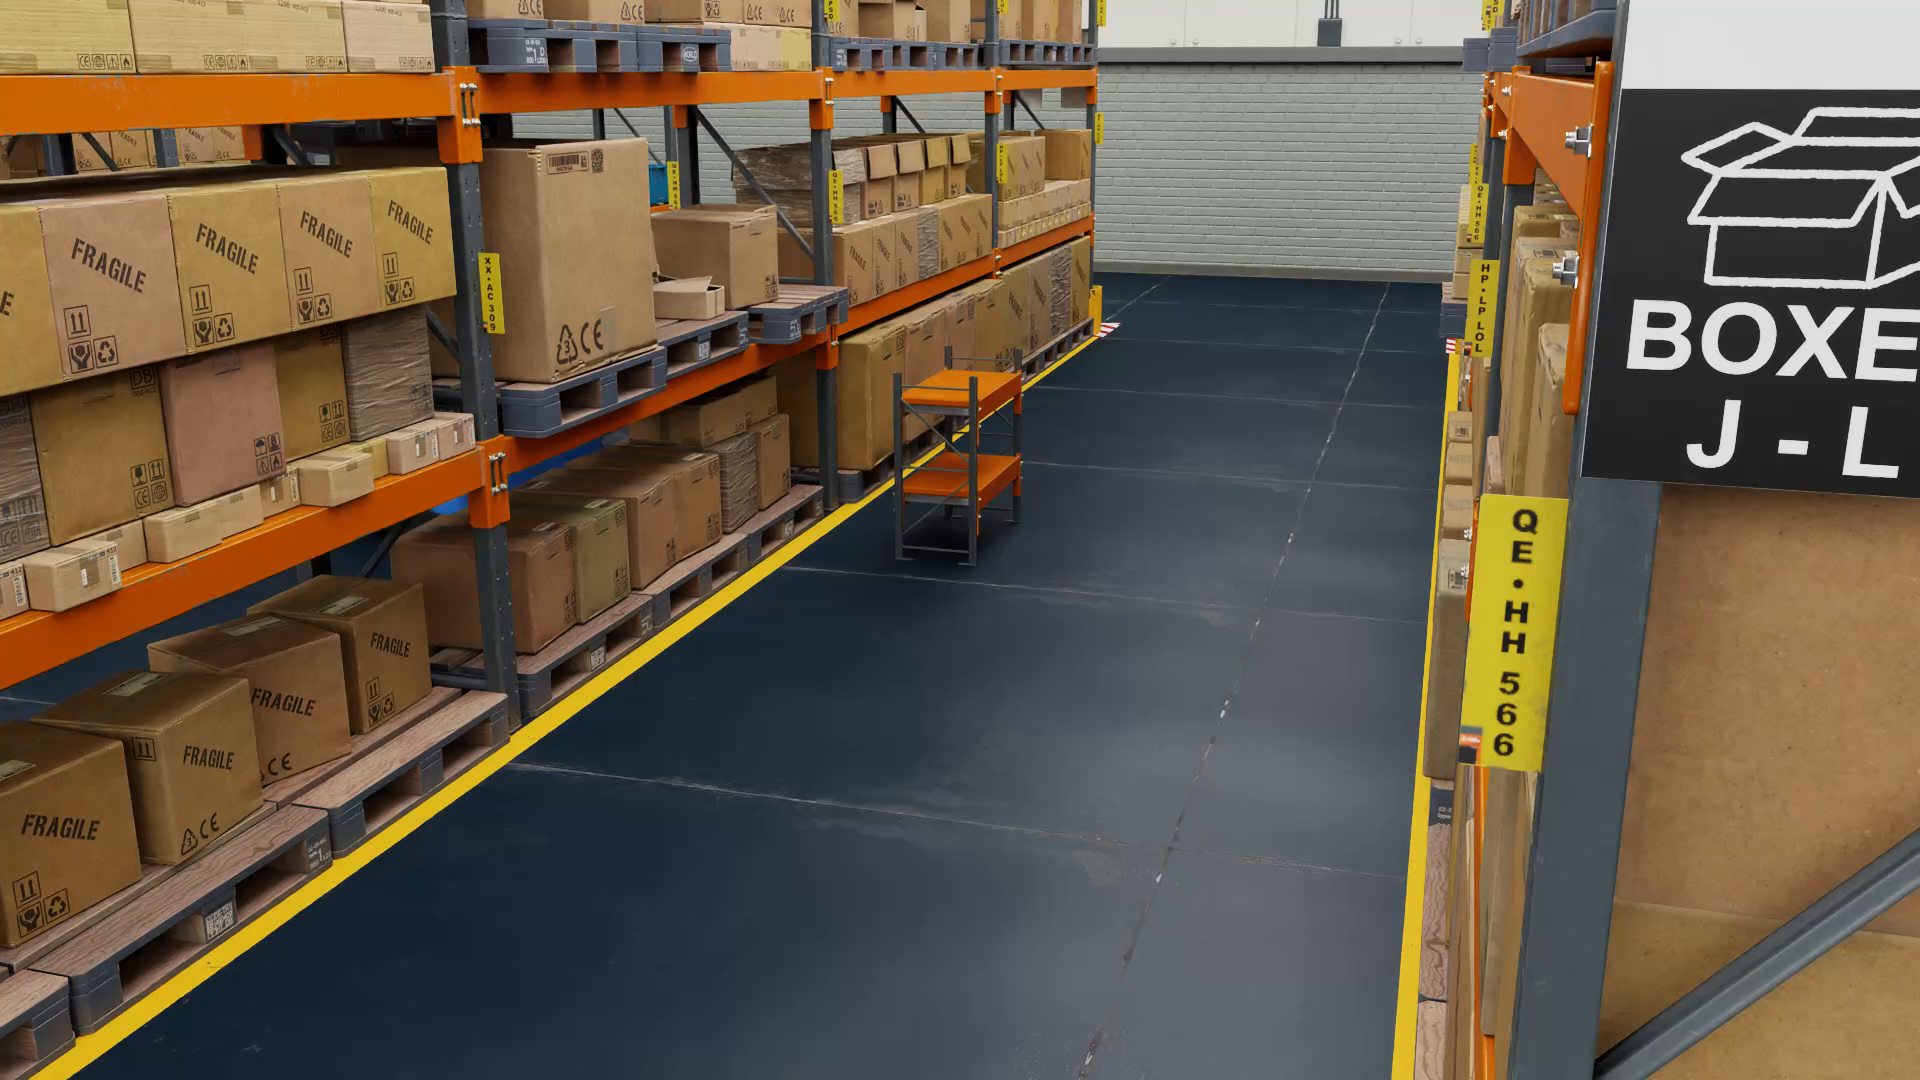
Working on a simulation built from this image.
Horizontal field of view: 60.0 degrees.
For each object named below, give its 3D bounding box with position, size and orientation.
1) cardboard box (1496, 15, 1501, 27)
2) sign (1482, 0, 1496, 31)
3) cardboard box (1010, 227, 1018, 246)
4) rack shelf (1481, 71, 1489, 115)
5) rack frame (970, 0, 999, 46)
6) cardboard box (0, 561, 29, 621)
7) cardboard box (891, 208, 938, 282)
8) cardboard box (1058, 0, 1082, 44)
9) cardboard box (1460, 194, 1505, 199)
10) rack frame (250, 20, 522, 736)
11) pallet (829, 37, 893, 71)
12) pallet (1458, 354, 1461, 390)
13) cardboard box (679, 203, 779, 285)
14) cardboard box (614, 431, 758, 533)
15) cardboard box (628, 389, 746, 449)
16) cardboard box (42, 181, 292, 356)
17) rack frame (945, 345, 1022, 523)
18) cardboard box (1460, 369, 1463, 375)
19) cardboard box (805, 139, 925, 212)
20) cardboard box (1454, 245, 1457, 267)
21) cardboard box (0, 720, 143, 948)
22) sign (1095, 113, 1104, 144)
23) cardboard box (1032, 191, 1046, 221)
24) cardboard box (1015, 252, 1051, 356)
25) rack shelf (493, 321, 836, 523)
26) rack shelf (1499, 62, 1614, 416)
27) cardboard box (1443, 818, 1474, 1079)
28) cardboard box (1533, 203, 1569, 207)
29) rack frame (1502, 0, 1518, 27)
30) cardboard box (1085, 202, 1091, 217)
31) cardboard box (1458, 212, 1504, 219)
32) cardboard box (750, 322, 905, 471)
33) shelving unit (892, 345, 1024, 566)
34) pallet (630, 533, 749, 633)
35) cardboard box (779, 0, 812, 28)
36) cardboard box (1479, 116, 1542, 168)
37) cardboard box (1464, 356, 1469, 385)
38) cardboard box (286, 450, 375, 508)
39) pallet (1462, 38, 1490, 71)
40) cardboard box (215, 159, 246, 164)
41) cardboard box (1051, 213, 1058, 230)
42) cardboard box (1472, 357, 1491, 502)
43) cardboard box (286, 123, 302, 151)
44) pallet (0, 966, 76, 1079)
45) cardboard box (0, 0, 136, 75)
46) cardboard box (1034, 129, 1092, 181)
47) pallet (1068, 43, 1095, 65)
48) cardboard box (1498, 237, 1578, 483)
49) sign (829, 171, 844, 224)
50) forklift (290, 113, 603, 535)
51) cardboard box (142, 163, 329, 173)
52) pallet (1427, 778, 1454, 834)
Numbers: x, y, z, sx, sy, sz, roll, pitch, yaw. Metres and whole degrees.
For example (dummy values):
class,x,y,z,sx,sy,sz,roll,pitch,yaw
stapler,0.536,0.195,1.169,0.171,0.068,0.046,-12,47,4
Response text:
class,x,y,z,sx,sy,sz,roll,pitch,yaw
cardboard box,3.469,-3.060,9.939,0.500,0.500,0.500,5,16,16
sign,4.035,-4.046,12.652,0.100,0.325,0.005,5,16,16
cardboard box,0.309,-2.724,14.898,0.380,0.149,0.250,4,16,14
rack shelf,5.126,-3.934,14.524,1.077,0.370,4.000,5,16,16
rack frame,-0.169,-5.611,13.621,1.000,3.000,0.127,5,16,16
cardboard box,-2.921,0.152,4.758,0.380,0.149,0.250,5,16,16
cardboard box,-0.476,-2.233,12.521,0.500,0.500,0.500,5,16,16
cardboard box,0.871,-5.373,17.141,0.700,0.500,0.500,4,16,13
cardboard box,3.711,-2.342,11.688,0.380,0.149,0.250,4,16,15
rack frame,-2.442,-0.632,7.061,1.000,3.000,0.127,5,16,16
pallet,-1.174,-3.203,10.975,1.213,0.211,1.003,5,17,18
pallet,5.060,-1.471,15.129,1.003,0.211,1.213,5,16,16
cardboard box,-1.421,-1.784,10.170,0.500,0.500,0.500,3,16,9
cardboard box,-1.622,-0.365,9.893,0.700,0.500,0.500,3,16,11
cardboard box,-1.608,-0.731,9.811,0.500,0.250,0.500,7,17,22
cardboard box,-2.590,-0.904,5.457,0.500,0.500,0.500,5,16,16
rack frame,0.146,-0.676,10.651,0.500,1.125,0.032,5,16,16
cardboard box,4.637,-1.544,14.732,0.380,0.149,0.250,5,16,16
cardboard box,-0.710,-2.746,12.490,0.797,0.503,0.637,5,17,18
cardboard box,3.199,-1.726,10.064,0.380,0.149,0.250,5,17,18
cardboard box,-3.053,0.932,5.359,0.500,0.500,0.500,6,17,21
sign,1.484,-4.397,17.778,0.100,0.325,0.005,5,16,16
cardboard box,0.504,-3.164,15.718,0.500,0.250,0.500,5,17,17
cardboard box,0.351,-2.307,16.089,0.875,0.875,0.875,5,16,16
rack shelf,-1.874,-0.809,9.004,1.077,0.370,4.000,5,16,16
rack shelf,1.716,-0.795,3.455,1.077,0.370,4.000,5,16,16
cardboard box,1.525,1.233,3.610,0.875,0.875,0.875,4,16,15
cardboard box,2.564,-1.015,6.396,0.700,0.500,0.500,4,16,15
rack frame,3.421,-4.154,8.482,1.000,3.000,0.127,5,16,16
cardboard box,1.182,-3.532,17.745,0.380,0.149,0.250,5,17,17
cardboard box,3.269,-1.933,10.247,0.380,0.149,0.250,5,17,18
cardboard box,-1.090,-1.037,11.614,1.225,0.875,0.875,4,16,13
shelving unit,0.002,-0.543,10.182,0.538,1.125,1.048,5,16,16
pallet,-1.878,0.185,9.289,1.003,0.211,1.213,5,16,16
cardboard box,-1.201,-3.266,9.750,0.500,0.500,0.500,5,17,17
cardboard box,4.432,-3.130,13.307,0.500,0.500,0.500,4,16,14
cardboard box,3.796,-1.229,11.601,0.500,0.250,0.500,5,17,18
cardboard box,-2.395,-0.233,6.113,0.380,0.149,0.250,5,16,16
pallet,3.988,-3.242,11.109,1.213,0.211,1.003,5,16,16
cardboard box,-8.686,-4.184,19.402,0.500,0.500,0.500,5,17,16
cardboard box,0.748,-3.132,16.335,0.380,0.149,0.250,5,17,17
cardboard box,2.176,-0.426,6.152,0.500,0.500,0.500,5,16,16
cardboard box,-8.392,-4.932,20.205,0.500,0.500,0.500,4,16,15
pallet,-3.293,1.526,4.561,1.003,0.211,1.213,5,16,16
cardboard box,-2.766,-1.464,4.771,0.500,0.250,0.500,5,17,18
cardboard box,1.081,-4.055,17.486,0.500,0.500,0.500,5,17,17
pallet,0.767,-4.977,17.045,1.003,0.211,1.213,5,16,16
cardboard box,1.816,-0.435,4.113,0.875,0.550,0.550,5,16,16
sign,-0.783,-2.158,10.463,0.100,0.325,0.005,5,16,16
forklift,-3.496,-1.623,10.681,1.130,2.935,3.031,-13,20,-38
cardboard box,-2.814,-1.206,6.524,0.500,0.500,0.500,5,16,16
pallet,2.431,0.913,6.724,1.003,0.211,1.213,5,16,16
